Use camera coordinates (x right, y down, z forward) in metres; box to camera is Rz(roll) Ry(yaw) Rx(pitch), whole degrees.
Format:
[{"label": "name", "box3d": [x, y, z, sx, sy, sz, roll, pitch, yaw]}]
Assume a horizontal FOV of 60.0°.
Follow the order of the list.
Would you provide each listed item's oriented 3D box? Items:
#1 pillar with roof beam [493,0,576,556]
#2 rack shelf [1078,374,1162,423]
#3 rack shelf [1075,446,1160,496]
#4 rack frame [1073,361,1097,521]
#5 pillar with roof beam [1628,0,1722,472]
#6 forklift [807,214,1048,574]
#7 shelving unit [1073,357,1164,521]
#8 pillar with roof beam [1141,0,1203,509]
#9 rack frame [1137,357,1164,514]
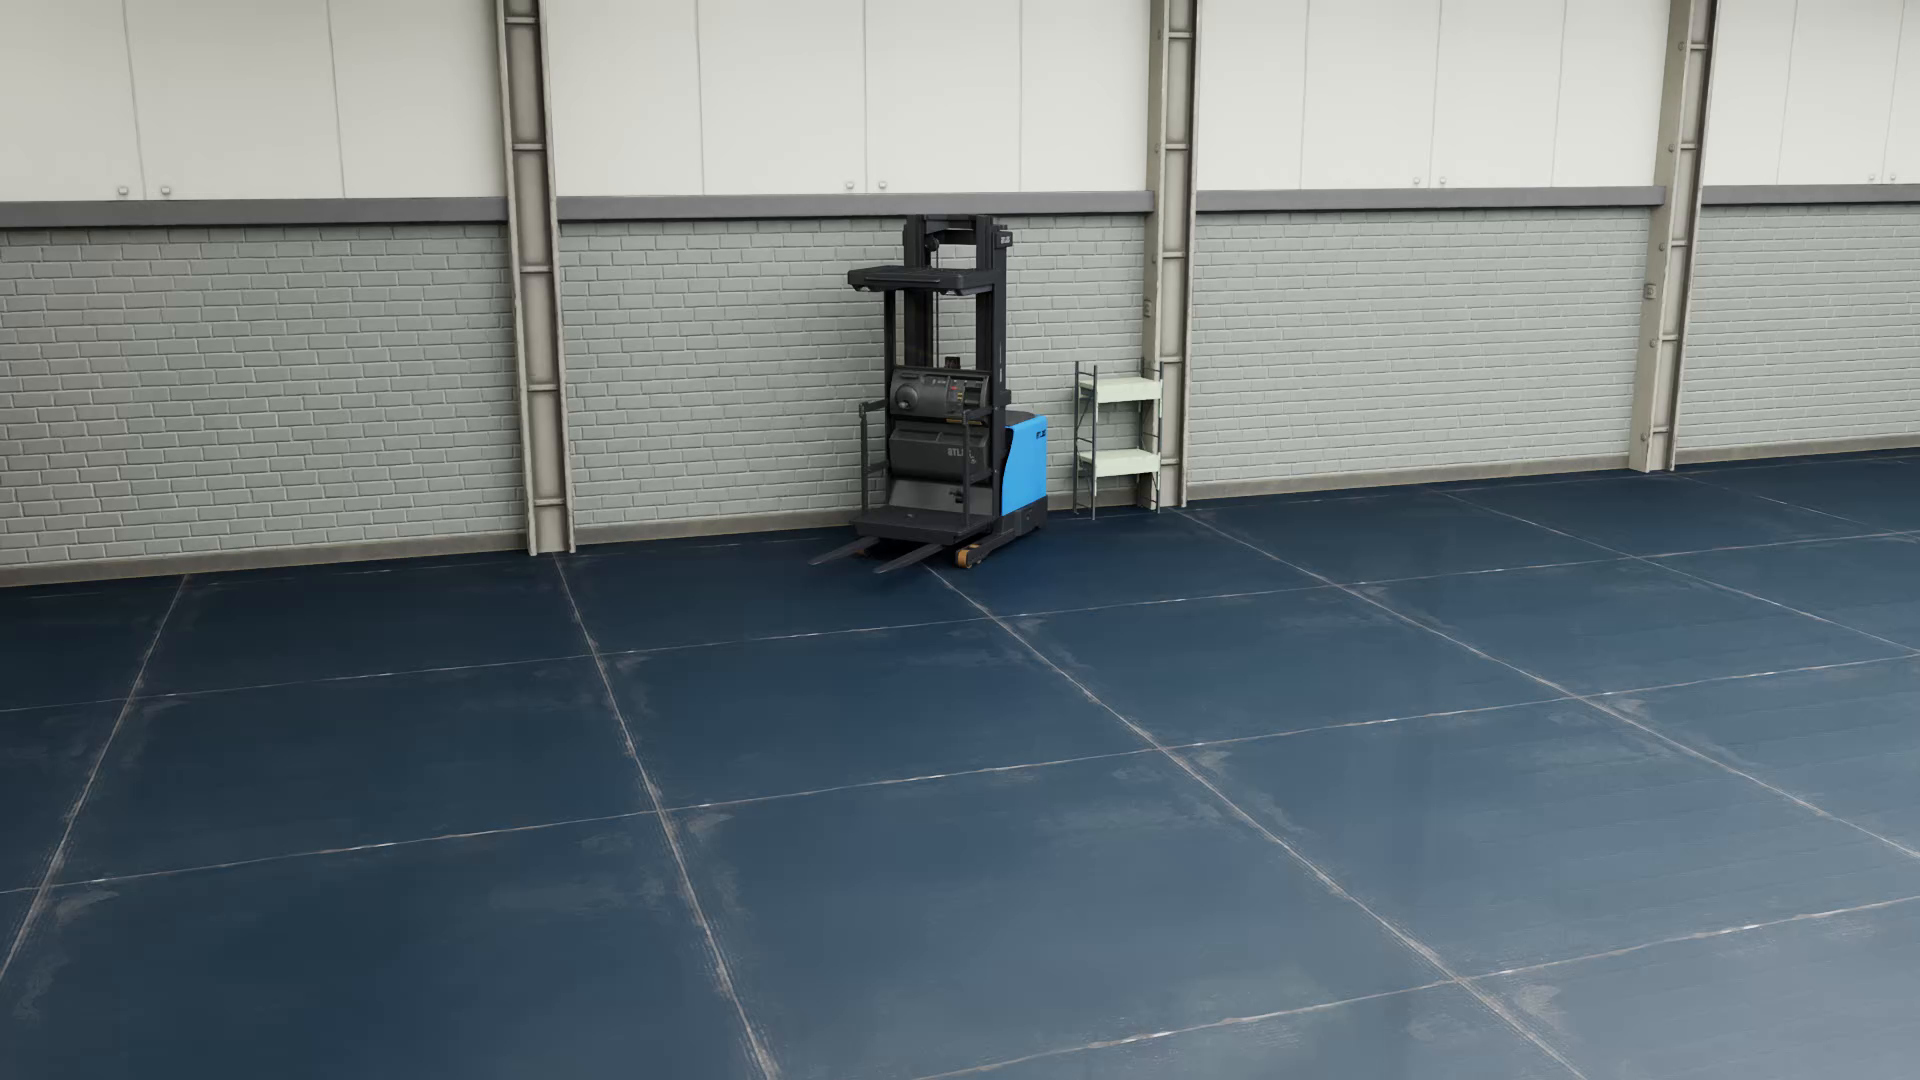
[{"label": "pillar with roof beam", "box3d": [-2.281, -3.344, 9.861, 0.400, 9.000, 9.100, -4, 14, -18]}, {"label": "rack shelf", "box3d": [1.538, -1.376, 16.106, 0.720, 0.370, 0.431, -6, 15, -24]}, {"label": "rack shelf", "box3d": [1.538, -0.679, 16.272, 0.720, 0.370, 0.431, -6, 15, -24]}, {"label": "rack frame", "box3d": [1.205, -0.961, 16.047, 0.023, 1.500, 0.400, -6, 15, -24]}, {"label": "pillar with roof beam", "box3d": [9.092, -4.229, 13.585, 0.400, 9.000, 9.100, -4, 14, -18]}, {"label": "forklift", "box3d": [-0.274, -1.297, 14.367, 1.130, 2.935, 3.031, 6, 15, 25]}, {"label": "shelving unit", "box3d": [1.538, -0.996, 16.196, 0.755, 1.500, 0.431, -6, 15, -24]}, {"label": "pillar with roof beam", "box3d": [3.406, -3.787, 11.723, 0.400, 9.000, 9.100, -4, 14, -18]}, {"label": "rack frame", "box3d": [1.870, -1.031, 16.345, 0.023, 1.500, 0.400, -6, 15, -24]}]
